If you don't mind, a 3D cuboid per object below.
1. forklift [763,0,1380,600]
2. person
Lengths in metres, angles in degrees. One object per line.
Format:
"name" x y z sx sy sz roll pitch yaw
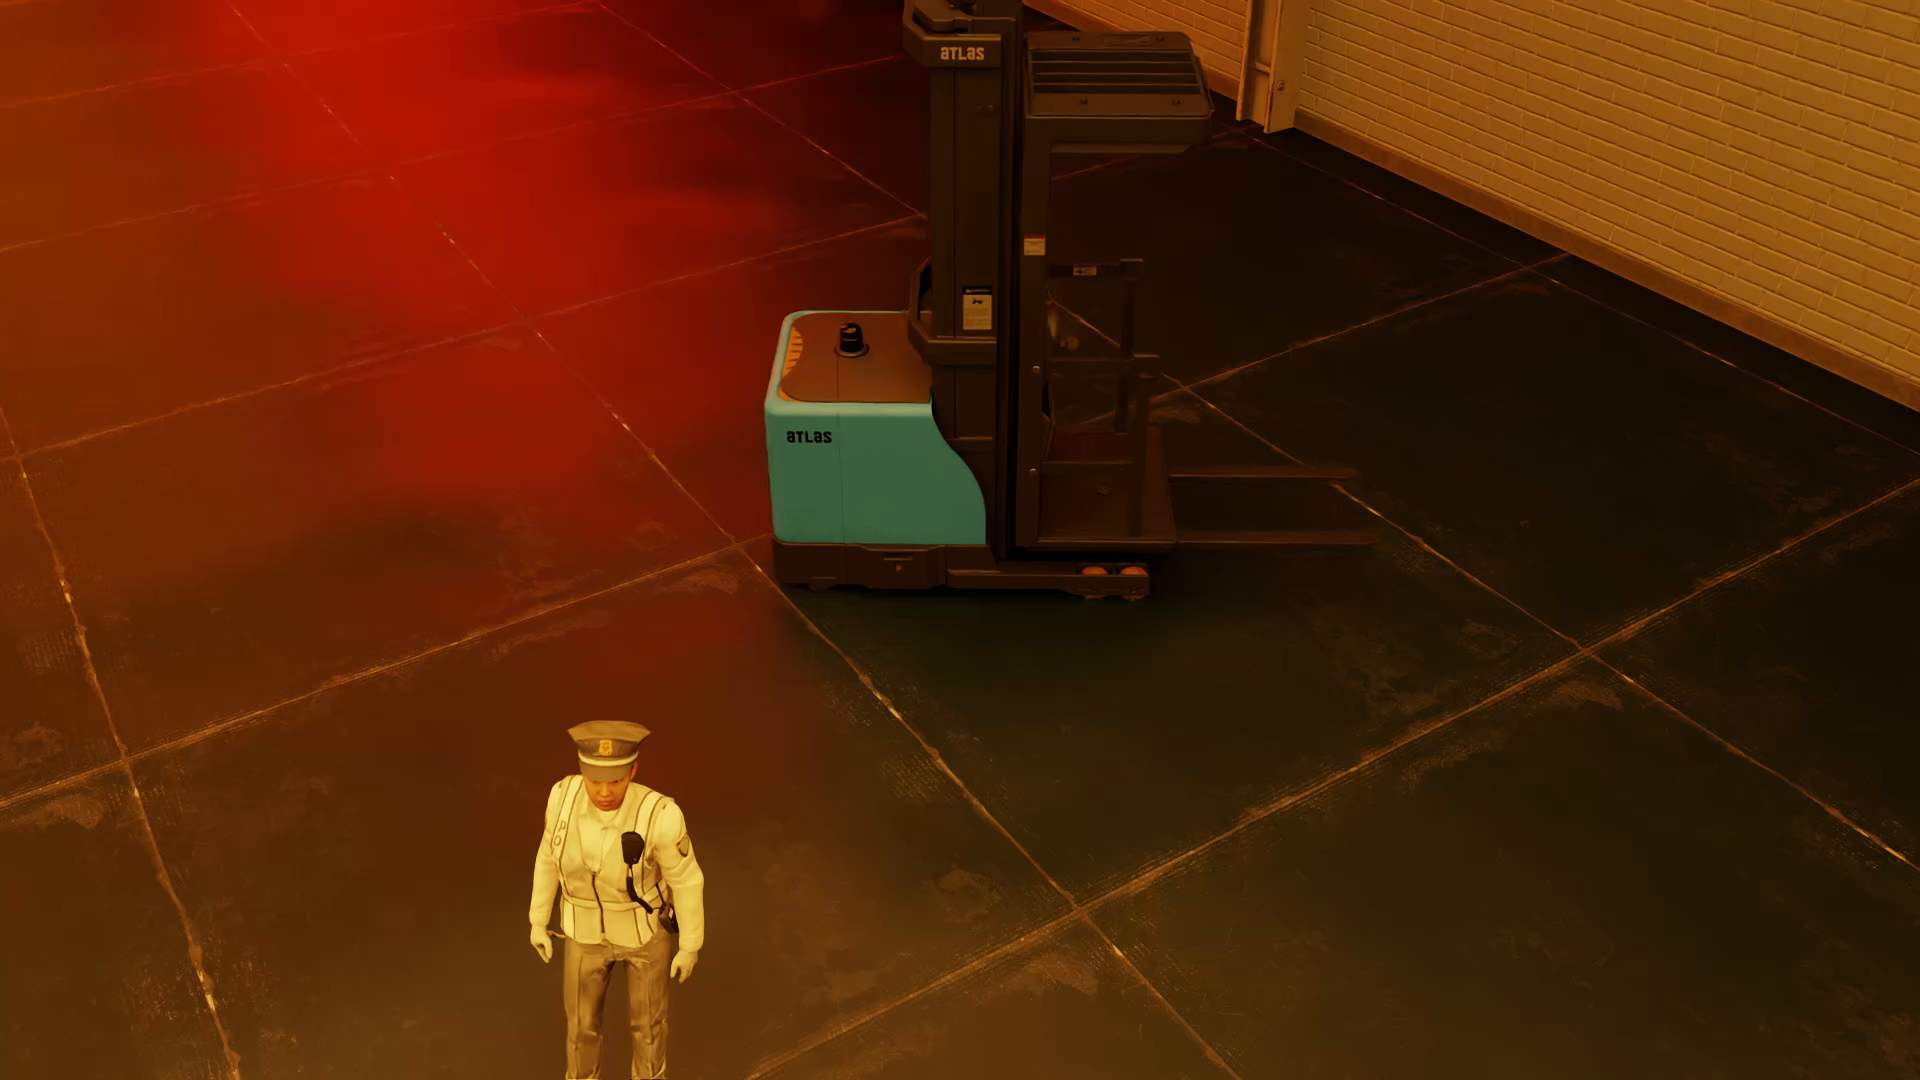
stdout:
"forklift" 0.587 -1.211 7.871 3.031 2.935 1.130 1 35 1
"person" -1.117 1.303 5.359 0.578 1.698 0.526 5 35 7
